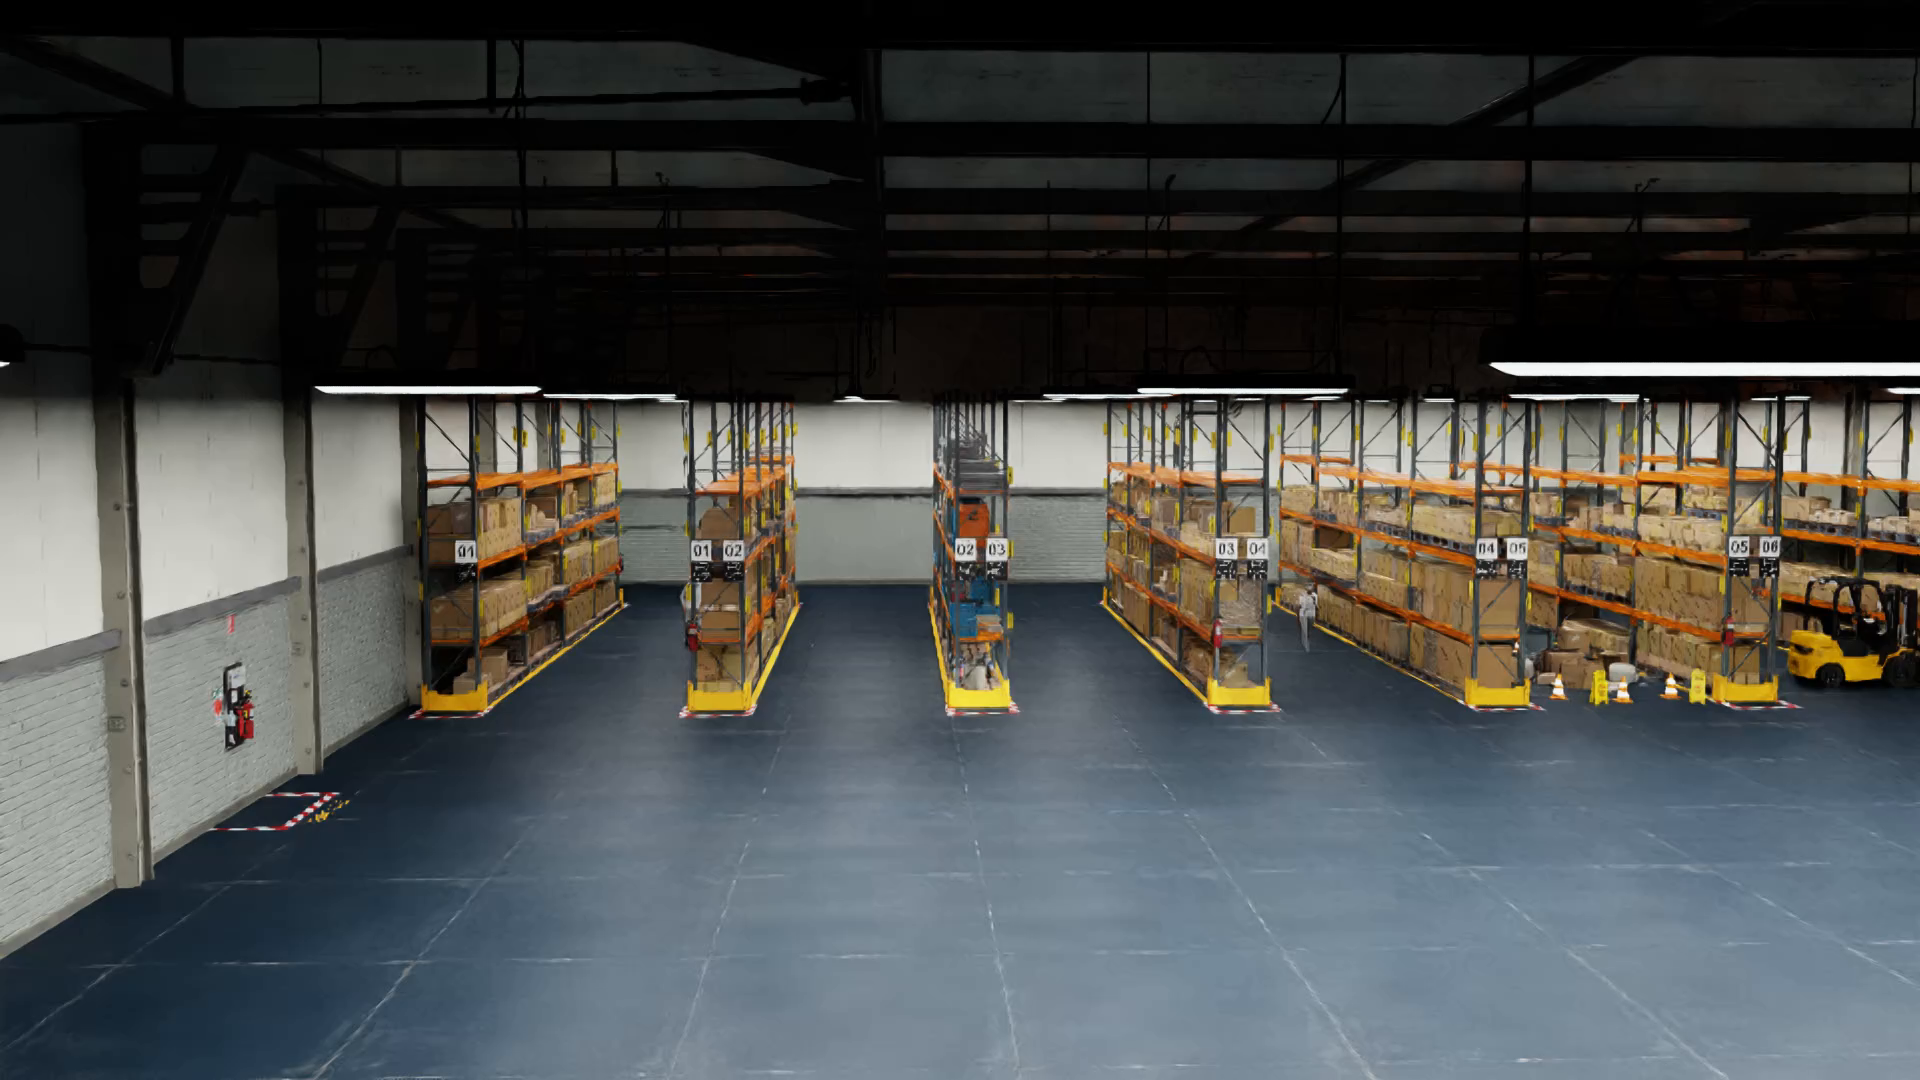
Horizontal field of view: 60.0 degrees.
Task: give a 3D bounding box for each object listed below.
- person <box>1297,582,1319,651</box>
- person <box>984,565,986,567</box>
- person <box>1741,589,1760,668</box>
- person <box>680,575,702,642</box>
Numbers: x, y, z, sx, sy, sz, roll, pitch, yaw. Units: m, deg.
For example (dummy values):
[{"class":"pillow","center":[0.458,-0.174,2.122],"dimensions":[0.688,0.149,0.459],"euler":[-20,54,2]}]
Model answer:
[{"class":"person","center":[8.111,1.759,38.663],"dimensions":[0.445,1.590,1.091],"euler":[0,5,-5]},{"class":"person","center":[0.742,1.082,46.624],"dimensions":[0.378,1.656,0.632],"euler":[1,5,14]},{"class":"person","center":[16.824,1.912,35.629],"dimensions":[0.636,1.775,0.677],"euler":[3,5,29]},{"class":"person","center":[-6.383,1.612,39.948],"dimensions":[0.677,1.726,0.574],"euler":[0,5,-4]}]
